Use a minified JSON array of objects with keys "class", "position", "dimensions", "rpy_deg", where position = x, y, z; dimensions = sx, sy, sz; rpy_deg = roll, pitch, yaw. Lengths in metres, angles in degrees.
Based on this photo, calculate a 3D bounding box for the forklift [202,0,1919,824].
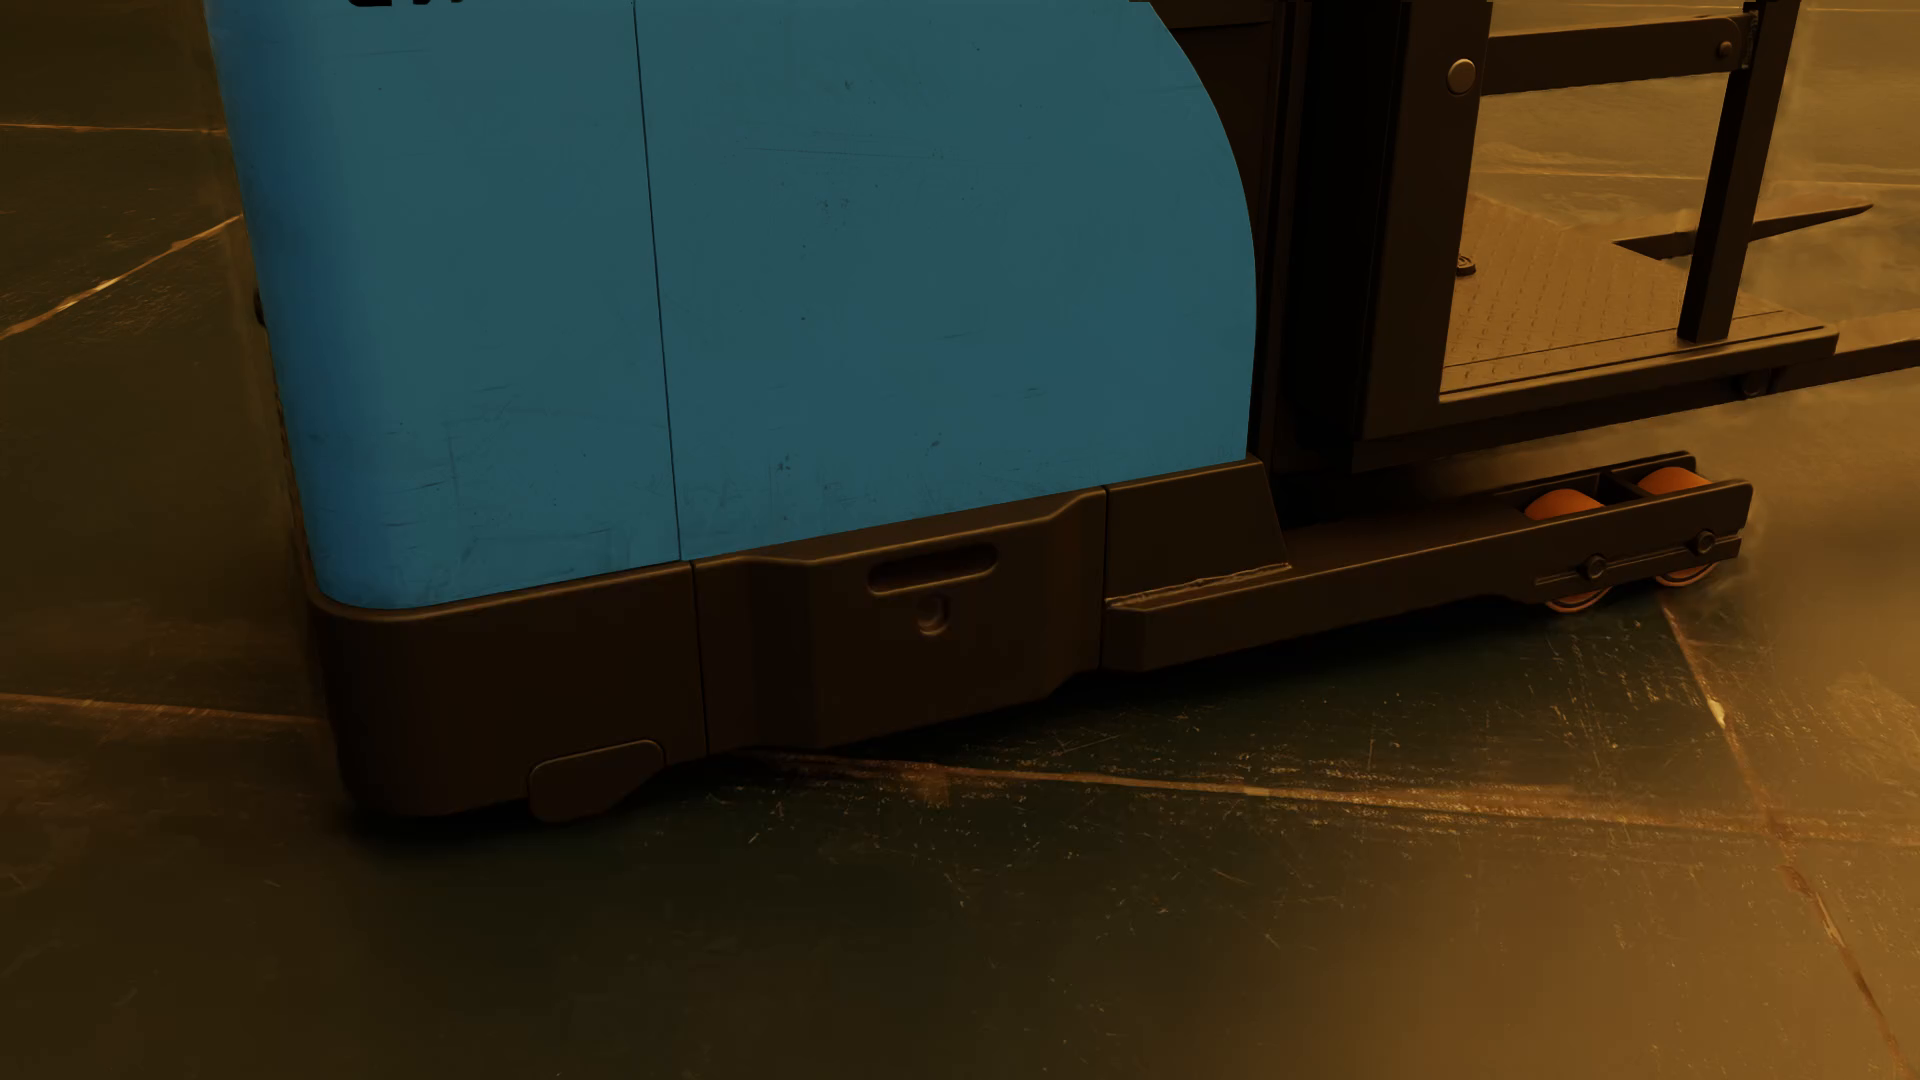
[{"class":"forklift","position":[0.562,-1.418,2.058],"dimensions":[3.031,2.935,1.130],"rpy_deg":[-11,28,-20]}]
